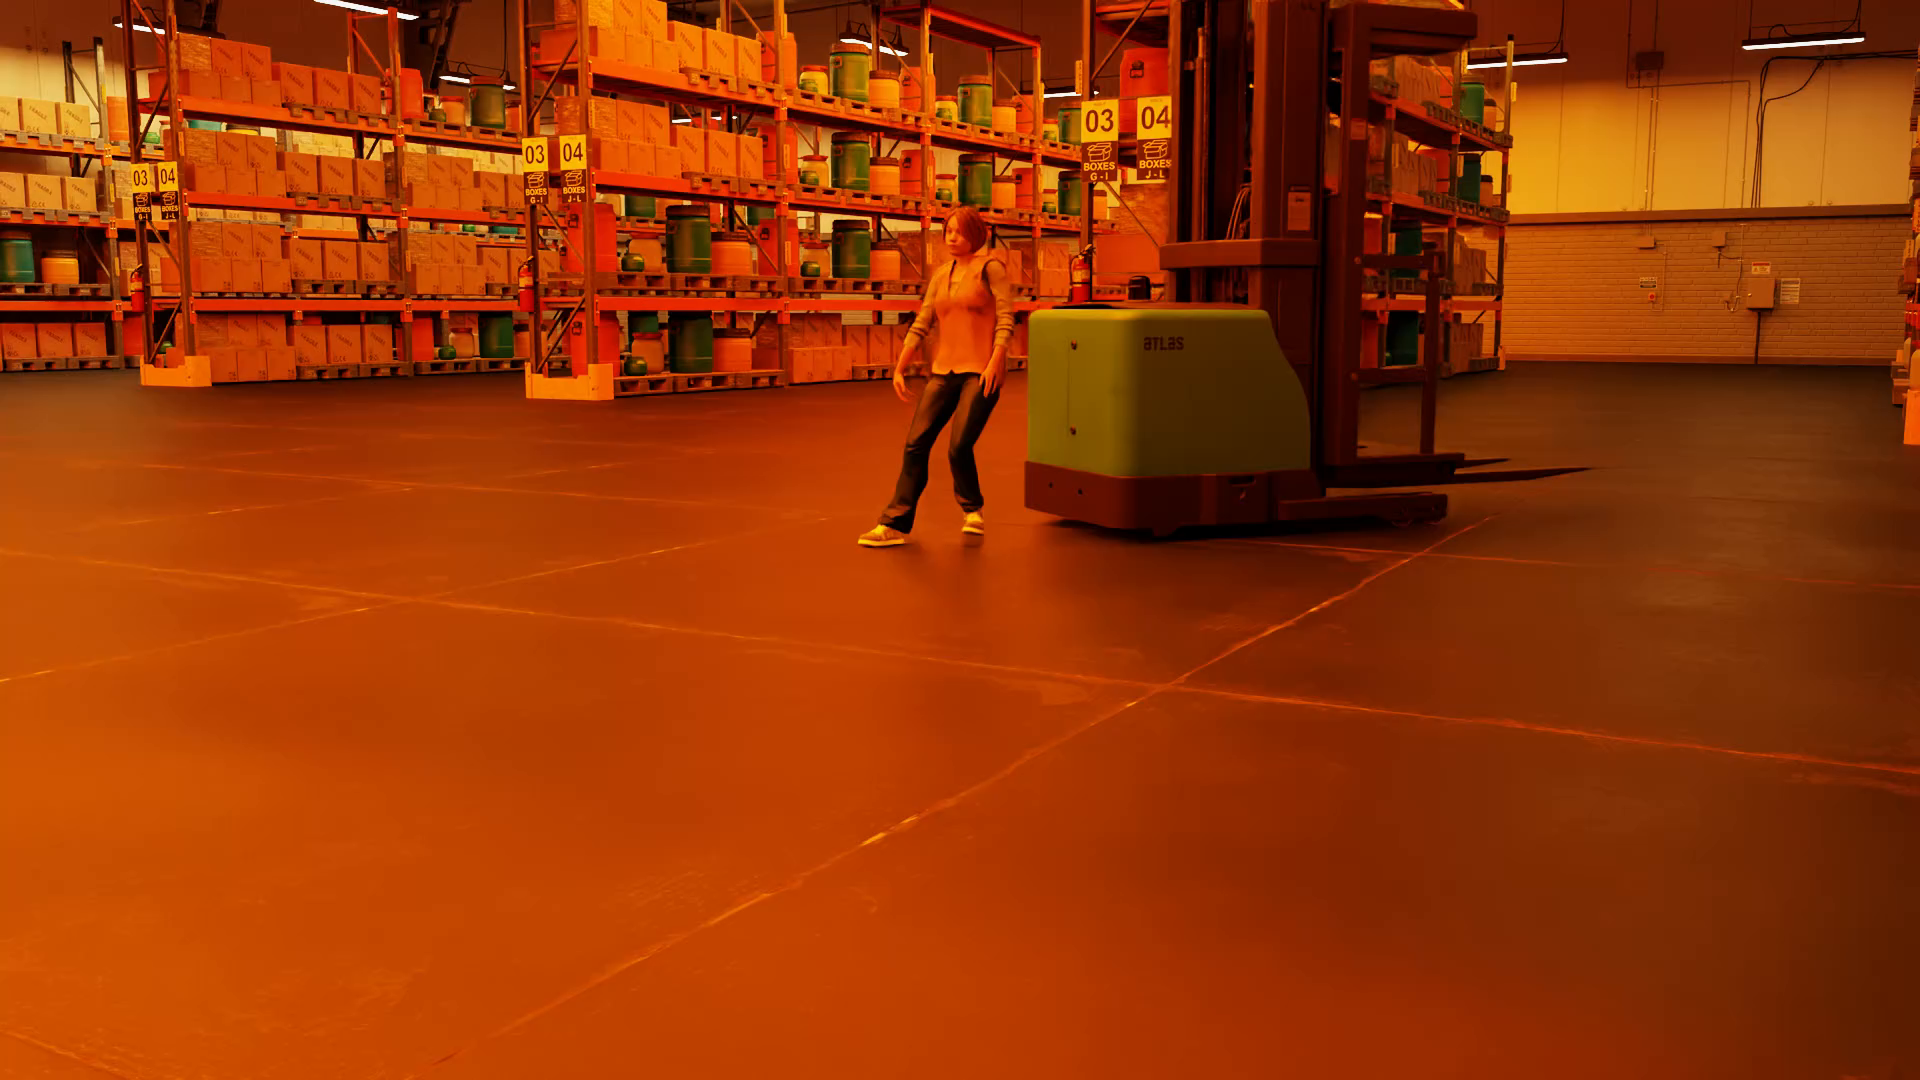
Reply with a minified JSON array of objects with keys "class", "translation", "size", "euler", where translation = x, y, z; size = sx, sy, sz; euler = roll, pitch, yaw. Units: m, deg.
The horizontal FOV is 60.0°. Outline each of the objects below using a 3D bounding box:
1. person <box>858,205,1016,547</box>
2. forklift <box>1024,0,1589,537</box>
[{"class":"person","translation":[-0.085,-0.729,7.491],"size":[0.584,1.543,0.568],"euler":[6,10,38]},{"class":"forklift","translation":[1.892,-1.576,8.510],"size":[3.031,2.935,1.130],"euler":[-4,9,-24]}]
